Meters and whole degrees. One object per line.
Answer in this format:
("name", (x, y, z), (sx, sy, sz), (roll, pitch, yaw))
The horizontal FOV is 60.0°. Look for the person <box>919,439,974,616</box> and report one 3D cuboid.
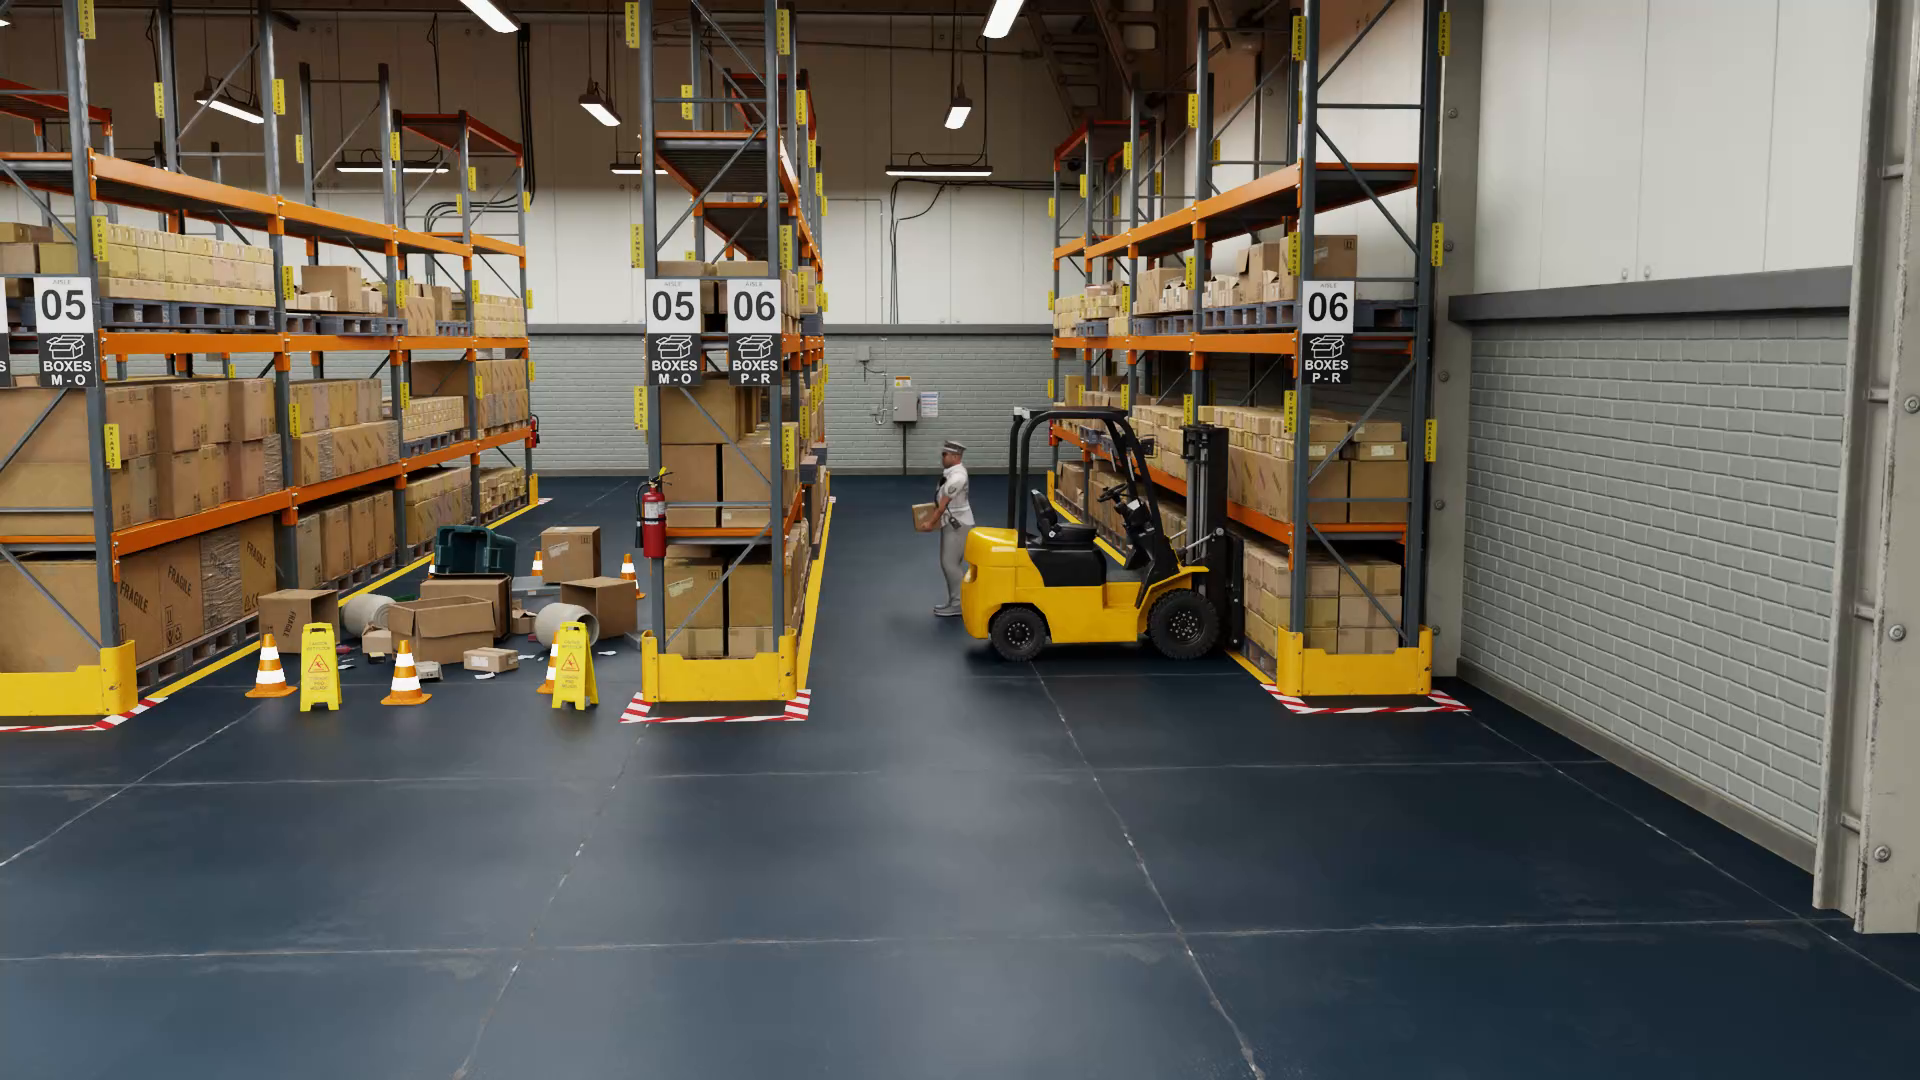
("person", (-0.141, -0.129, 16.750), (0.568, 1.771, 0.490), (-1, 7, -5))
